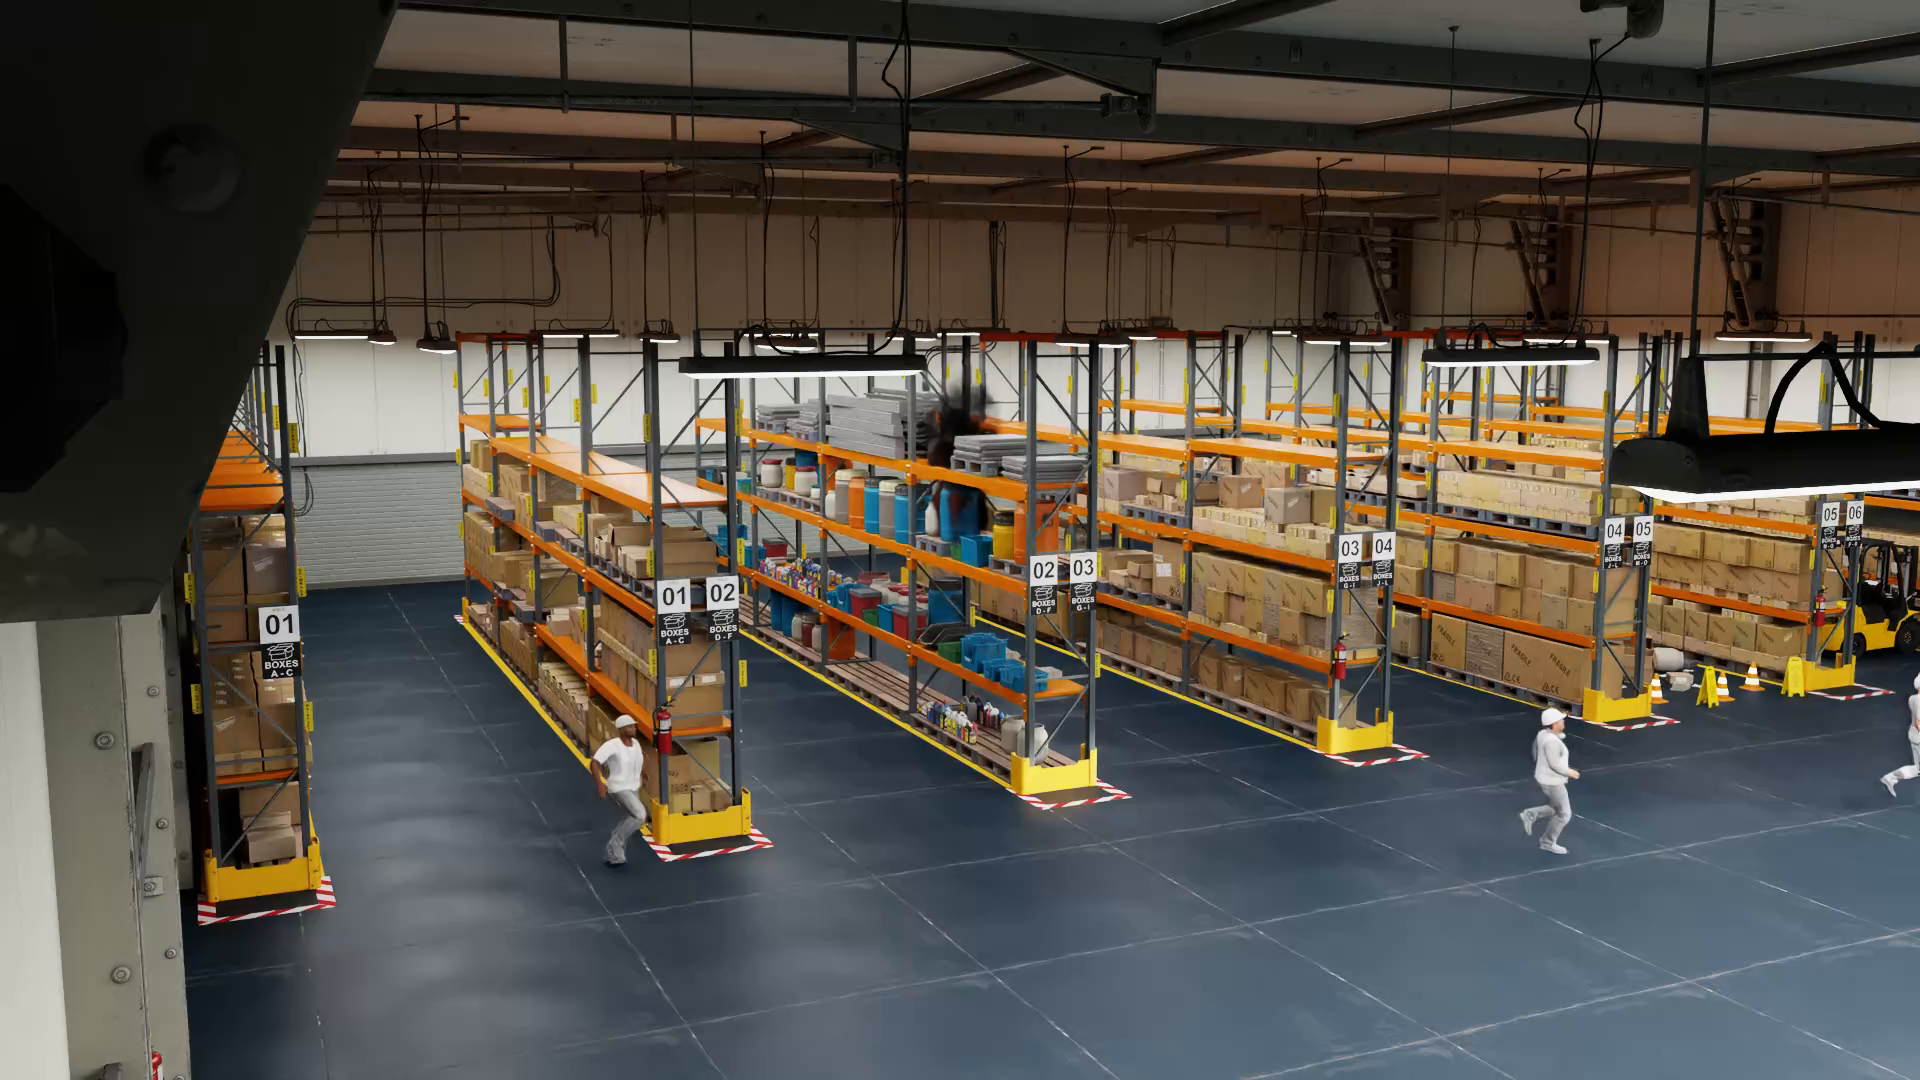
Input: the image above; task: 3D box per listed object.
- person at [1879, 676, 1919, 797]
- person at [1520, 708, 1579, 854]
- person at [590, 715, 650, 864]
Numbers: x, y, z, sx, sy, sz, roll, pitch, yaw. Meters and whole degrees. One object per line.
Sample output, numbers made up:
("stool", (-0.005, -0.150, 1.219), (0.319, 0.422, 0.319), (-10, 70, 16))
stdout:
("person", (12.346, 2.593, 21.360), (0.849, 1.758, 0.668), (2, 8, 13))
("person", (6.987, 2.841, 19.692), (0.609, 1.735, 0.691), (1, 8, 7))
("person", (-3.852, 2.887, 19.301), (0.609, 1.709, 0.711), (3, 8, 24))
